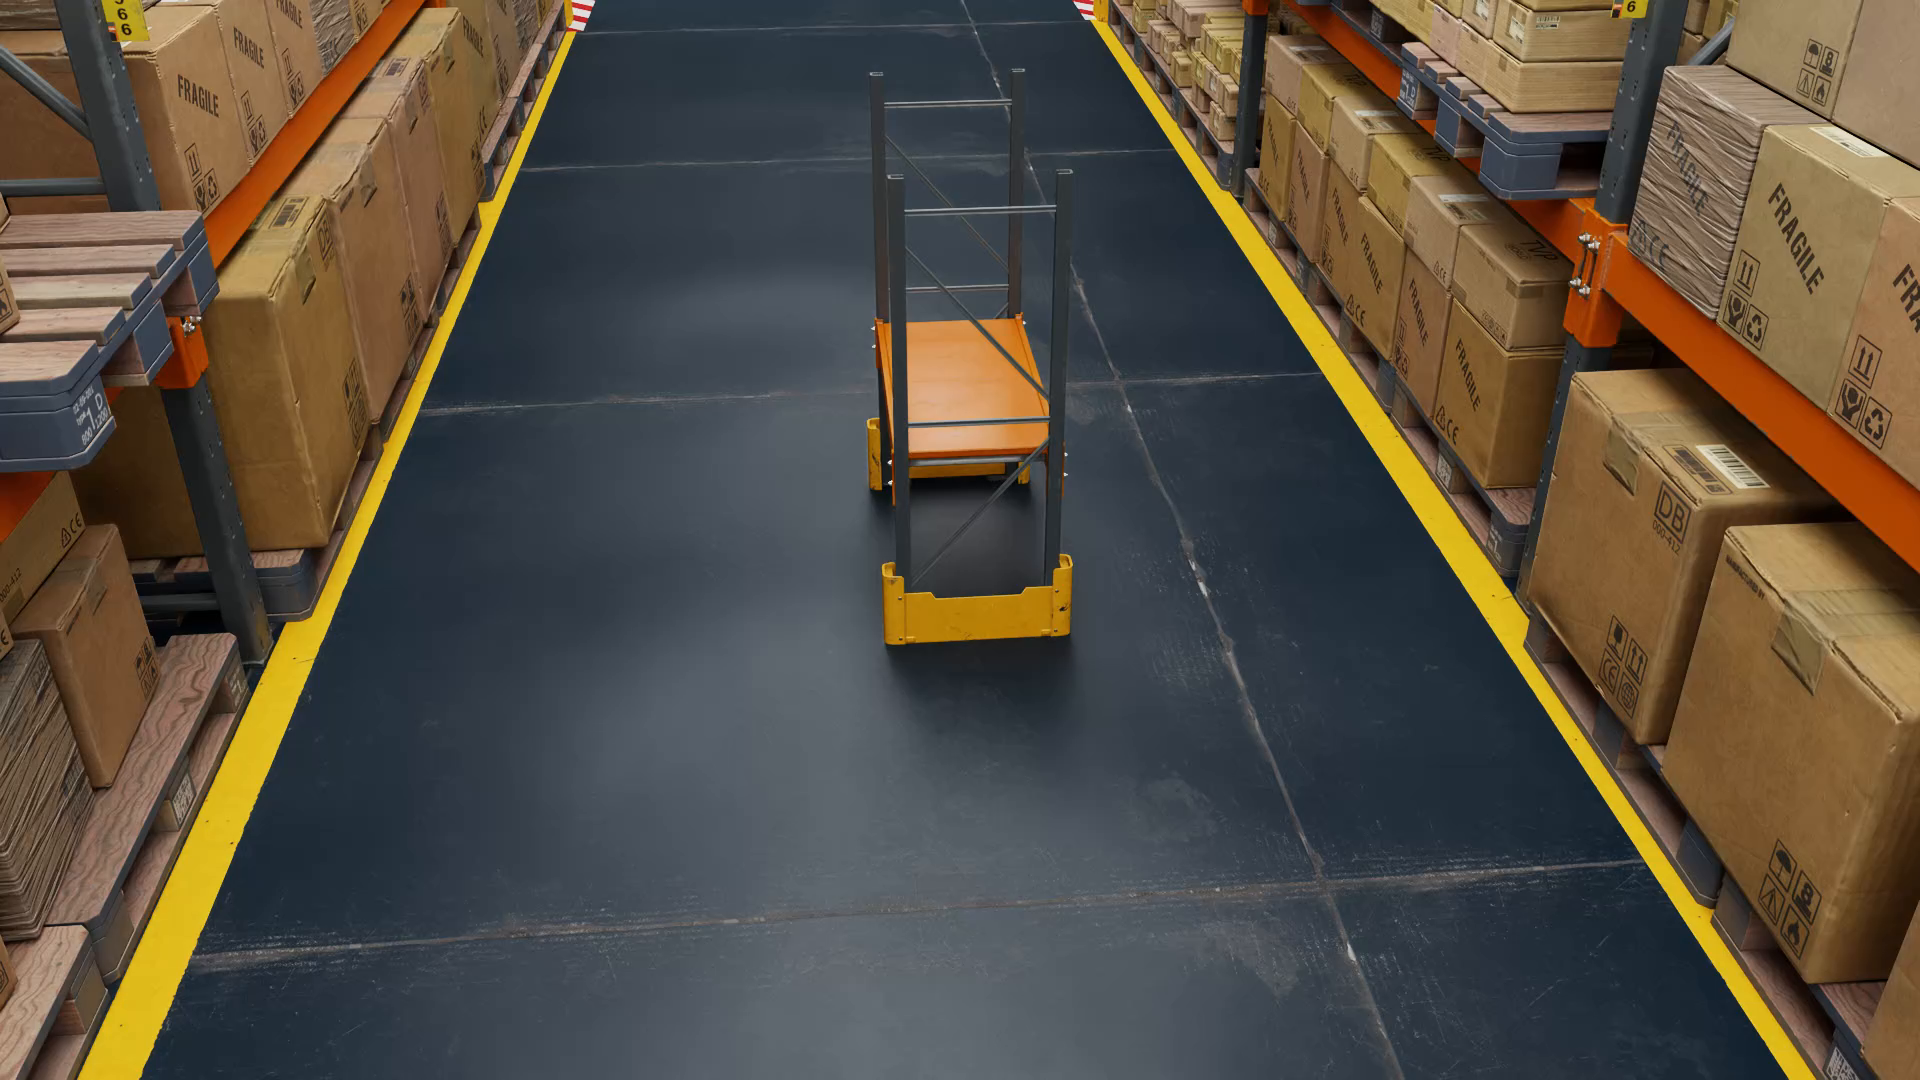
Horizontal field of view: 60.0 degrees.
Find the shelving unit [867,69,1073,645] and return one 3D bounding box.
[{"bbox_3d":[0.007,-0.605,5.300,0.587,1.500,1.083,-3,31,-5],"label":"shelving unit"}]

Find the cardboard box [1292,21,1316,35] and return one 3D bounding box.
[{"bbox_3d":[2.073,-2.801,9.305,0.380,0.149,0.250,-3,31,-5],"label":"cardboard box"}]

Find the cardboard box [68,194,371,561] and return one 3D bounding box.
[{"bbox_3d":[-2.679,-0.527,5.369,1.225,0.875,0.875,-4,31,-7],"label":"cardboard box"}]

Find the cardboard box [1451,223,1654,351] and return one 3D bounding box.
[{"bbox_3d":[1.987,-0.857,5.556,0.500,0.250,0.500,-3,31,-6],"label":"cardboard box"}]

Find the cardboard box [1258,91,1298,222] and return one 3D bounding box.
[{"bbox_3d":[1.743,-1.851,7.951,0.500,0.500,0.500,-2,31,-3],"label":"cardboard box"}]

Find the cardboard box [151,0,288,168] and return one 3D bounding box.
[{"bbox_3d":[-2.460,-1.472,5.193,0.500,0.500,0.500,-4,31,-6],"label":"cardboard box"}]

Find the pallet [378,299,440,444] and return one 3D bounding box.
[{"bbox_3d":[-2.745,-0.736,6.776,1.003,0.211,1.213,-3,31,-5],"label":"pallet"}]

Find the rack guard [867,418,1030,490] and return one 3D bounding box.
[{"bbox_3d":[-0.039,-0.323,6.046,0.587,0.250,0.087,-3,31,-5],"label":"rack guard"}]

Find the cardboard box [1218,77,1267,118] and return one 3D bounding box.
[{"bbox_3d":[1.593,-2.363,8.862,0.380,0.149,0.250,-2,31,-4],"label":"cardboard box"}]

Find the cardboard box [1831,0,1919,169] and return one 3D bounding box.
[{"bbox_3d":[2.393,-1.076,3.553,0.700,0.500,0.500,-3,31,-5],"label":"cardboard box"}]

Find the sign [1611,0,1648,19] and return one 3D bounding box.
[{"bbox_3d":[1.773,-1.523,4.324,0.100,0.325,0.005,-3,31,-5],"label":"sign"}]

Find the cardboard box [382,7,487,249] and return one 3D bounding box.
[{"bbox_3d":[-2.930,-1.890,7.651,1.225,0.875,0.875,-3,31,-4],"label":"cardboard box"}]

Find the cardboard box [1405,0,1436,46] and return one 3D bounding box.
[{"bbox_3d":[1.743,-1.779,5.639,0.380,0.149,0.250,-3,31,-5],"label":"cardboard box"}]

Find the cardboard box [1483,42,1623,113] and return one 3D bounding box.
[{"bbox_3d":[1.809,-1.394,4.993,0.380,0.149,0.250,-2,31,-4],"label":"cardboard box"}]

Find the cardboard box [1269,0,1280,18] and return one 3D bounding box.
[{"bbox_3d":[1.976,-3.202,9.977,0.380,0.149,0.250,-4,31,-7],"label":"cardboard box"}]

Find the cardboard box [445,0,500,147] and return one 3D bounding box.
[{"bbox_3d":[-2.991,-2.556,8.767,0.875,0.875,0.875,-3,31,-5],"label":"cardboard box"}]

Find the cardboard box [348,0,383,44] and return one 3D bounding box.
[{"bbox_3d":[-2.599,-2.245,6.486,0.500,0.500,0.500,-3,31,-5],"label":"cardboard box"}]

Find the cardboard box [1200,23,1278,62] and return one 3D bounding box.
[{"bbox_3d":[1.552,-2.770,9.252,0.380,0.149,0.250,-3,31,-5],"label":"cardboard box"}]

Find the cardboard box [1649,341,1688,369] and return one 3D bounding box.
[{"bbox_3d":[2.500,-0.572,5.810,0.500,0.500,0.500,-4,31,-7],"label":"cardboard box"}]

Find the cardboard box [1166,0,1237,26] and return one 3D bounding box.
[{"bbox_3d":[1.451,-3.177,9.934,0.380,0.149,0.250,-4,31,-6],"label":"cardboard box"}]

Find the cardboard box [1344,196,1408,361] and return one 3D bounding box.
[{"bbox_3d":[1.880,-1.056,6.621,0.500,0.500,0.500,-4,31,-7],"label":"cardboard box"}]

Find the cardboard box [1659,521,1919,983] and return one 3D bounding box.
[{"bbox_3d":[2.365,0.456,3.846,1.050,0.750,0.750,-2,31,-4],"label":"cardboard box"}]

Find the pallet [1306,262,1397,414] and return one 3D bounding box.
[{"bbox_3d":[2.130,-0.915,7.075,1.003,0.211,1.213,-3,31,-5],"label":"pallet"}]

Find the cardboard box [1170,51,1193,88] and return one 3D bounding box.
[{"bbox_3d":[1.466,-2.802,9.887,0.380,0.149,0.250,-3,31,-5],"label":"cardboard box"}]

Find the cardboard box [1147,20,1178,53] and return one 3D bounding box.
[{"bbox_3d":[1.401,-3.200,10.553,0.380,0.149,0.250,-4,31,-7],"label":"cardboard box"}]

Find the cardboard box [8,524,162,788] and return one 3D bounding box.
[{"bbox_3d":[-2.553,0.320,4.297,0.700,0.500,0.500,-4,31,-7],"label":"cardboard box"}]

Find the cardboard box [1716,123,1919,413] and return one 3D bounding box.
[{"bbox_3d":[2.136,-0.633,3.786,0.500,0.500,0.500,-3,31,-5],"label":"cardboard box"}]

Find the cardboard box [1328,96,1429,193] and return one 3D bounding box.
[{"bbox_3d":[1.840,-1.640,6.868,0.500,0.250,0.500,-2,31,-3],"label":"cardboard box"}]

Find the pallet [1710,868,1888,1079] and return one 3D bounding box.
[{"bbox_3d":[2.422,1.133,3.647,1.003,0.211,1.213,-3,31,-5],"label":"pallet"}]

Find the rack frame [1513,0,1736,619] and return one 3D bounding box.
[{"bbox_3d":[2.312,-1.091,4.652,1.000,3.000,0.127,-3,31,-5],"label":"rack frame"}]

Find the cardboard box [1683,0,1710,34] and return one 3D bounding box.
[{"bbox_3d":[2.440,-1.686,5.193,0.380,0.149,0.250,-1,31,-2],"label":"cardboard box"}]

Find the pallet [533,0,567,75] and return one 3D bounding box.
[{"bbox_3d":[-3.230,-3.388,11.216,1.003,0.211,1.213,-3,31,-5],"label":"pallet"}]

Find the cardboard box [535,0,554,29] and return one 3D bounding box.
[{"bbox_3d":[-3.243,-3.935,11.075,0.875,0.875,0.875,-3,31,-5],"label":"cardboard box"}]

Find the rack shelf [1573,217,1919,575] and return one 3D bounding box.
[{"bbox_3d":[2.499,0.239,3.127,1.077,0.370,4.000,-3,31,-5],"label":"rack shelf"}]

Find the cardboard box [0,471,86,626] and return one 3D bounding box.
[{"bbox_3d":[-2.543,-0.002,4.106,0.500,0.250,0.500,-2,31,-3],"label":"cardboard box"}]

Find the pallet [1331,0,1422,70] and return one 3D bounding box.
[{"bbox_3d":[2.086,-2.018,6.390,1.003,0.211,1.213,-3,31,-5],"label":"pallet"}]

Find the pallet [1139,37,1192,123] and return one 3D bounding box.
[{"bbox_3d":[1.723,-2.902,10.402,1.003,0.211,1.213,-3,31,-5],"label":"pallet"}]

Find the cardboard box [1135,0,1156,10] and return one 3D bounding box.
[{"bbox_3d":[1.354,-3.581,10.900,0.380,0.149,0.250,-2,31,-3],"label":"cardboard box"}]

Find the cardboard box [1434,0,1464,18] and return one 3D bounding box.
[{"bbox_3d":[1.759,-1.792,5.371,0.380,0.149,0.250,-2,31,-3],"label":"cardboard box"}]

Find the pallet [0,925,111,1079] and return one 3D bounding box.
[{"bbox_3d":[-2.453,1.312,3.347,1.003,0.211,1.213,-3,31,-5],"label":"pallet"}]

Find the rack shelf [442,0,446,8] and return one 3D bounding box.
[{"bbox_3d":[-3.196,-3.660,9.653,1.077,0.370,4.000,-3,31,-5],"label":"rack shelf"}]

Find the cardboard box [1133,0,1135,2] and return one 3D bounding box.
[{"bbox_3d":[1.401,-3.719,11.423,0.380,0.149,0.250,-3,31,-5],"label":"cardboard box"}]

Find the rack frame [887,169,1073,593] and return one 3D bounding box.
[{"bbox_3d":[0.055,-0.341,4.858,0.500,1.500,0.032,-3,31,-5],"label":"rack frame"}]
